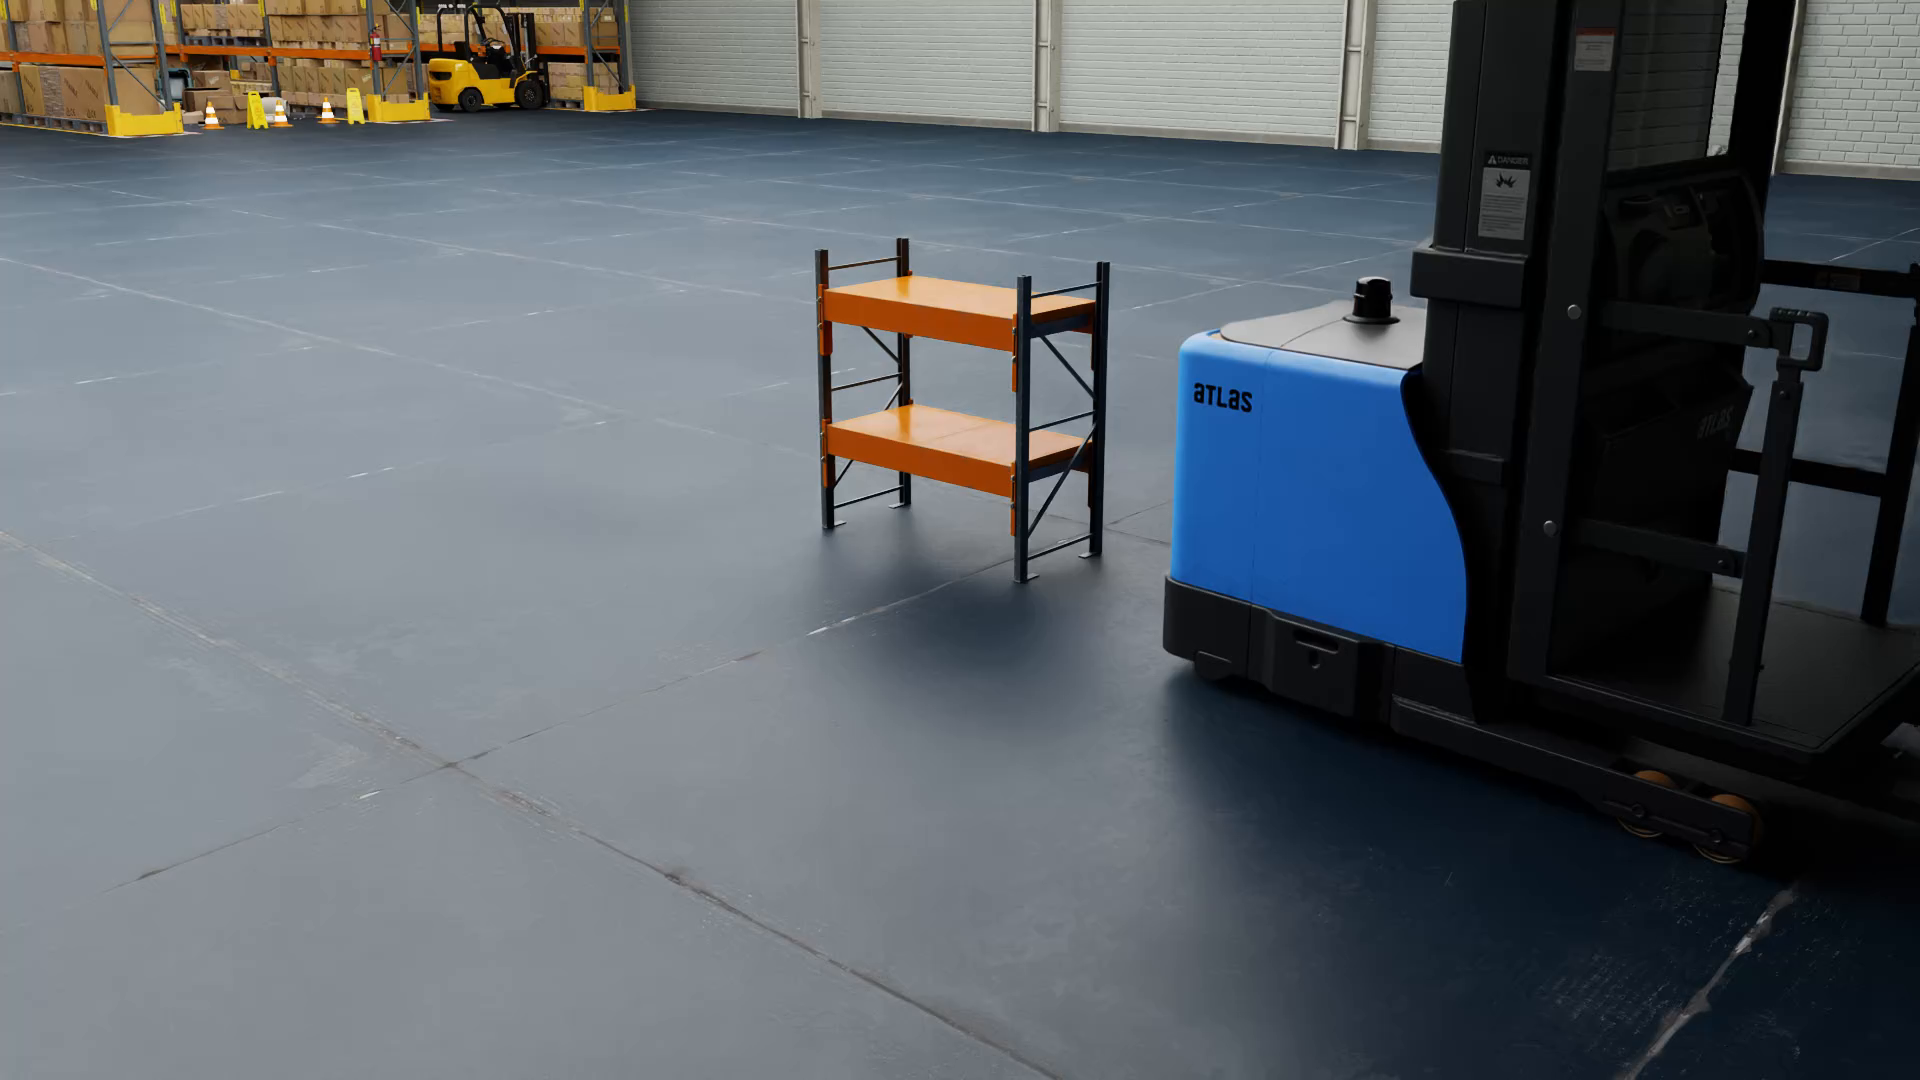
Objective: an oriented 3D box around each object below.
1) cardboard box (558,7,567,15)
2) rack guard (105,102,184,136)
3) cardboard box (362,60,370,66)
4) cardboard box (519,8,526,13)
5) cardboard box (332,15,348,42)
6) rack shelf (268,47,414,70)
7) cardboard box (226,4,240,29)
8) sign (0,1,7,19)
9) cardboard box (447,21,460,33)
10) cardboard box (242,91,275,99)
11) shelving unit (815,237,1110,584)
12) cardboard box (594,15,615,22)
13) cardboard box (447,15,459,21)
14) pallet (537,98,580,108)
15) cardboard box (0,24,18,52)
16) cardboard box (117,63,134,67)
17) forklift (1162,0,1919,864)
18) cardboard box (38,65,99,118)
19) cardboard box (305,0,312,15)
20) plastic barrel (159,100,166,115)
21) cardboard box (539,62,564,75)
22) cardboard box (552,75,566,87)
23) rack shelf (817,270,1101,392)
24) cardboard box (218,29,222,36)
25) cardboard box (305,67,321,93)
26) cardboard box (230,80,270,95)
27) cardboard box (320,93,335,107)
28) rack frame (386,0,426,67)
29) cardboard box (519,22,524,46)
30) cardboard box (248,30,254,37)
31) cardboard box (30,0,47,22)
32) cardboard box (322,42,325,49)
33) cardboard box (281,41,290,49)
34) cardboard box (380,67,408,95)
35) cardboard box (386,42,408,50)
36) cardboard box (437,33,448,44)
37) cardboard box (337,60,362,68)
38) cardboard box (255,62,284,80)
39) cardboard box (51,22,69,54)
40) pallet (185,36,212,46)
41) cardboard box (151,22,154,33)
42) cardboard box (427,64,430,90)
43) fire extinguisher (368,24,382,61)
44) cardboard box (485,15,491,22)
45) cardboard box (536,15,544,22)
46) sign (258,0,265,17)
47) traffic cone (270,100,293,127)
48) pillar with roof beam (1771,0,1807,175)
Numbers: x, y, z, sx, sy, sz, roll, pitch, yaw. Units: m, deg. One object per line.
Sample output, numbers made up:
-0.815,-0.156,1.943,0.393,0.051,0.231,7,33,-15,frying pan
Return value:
-8.370,-11.315,35.576,0.250,0.149,0.380,16,23,40,cardboard box
-14.027,-7.243,28.607,0.348,0.500,1.175,15,23,39,rack guard
-14.624,-11.843,41.336,0.250,0.149,0.380,16,24,41,cardboard box
-9.477,-11.633,36.579,0.250,0.149,0.380,15,23,39,cardboard box
-11.795,-9.917,32.244,0.500,0.500,0.500,15,23,39,cardboard box
-12.331,-9.638,33.211,4.000,0.370,1.077,15,23,39,rack shelf
-15.078,-11.017,35.016,0.500,0.500,0.500,16,24,41,cardboard box
-17.390,-9.632,30.219,0.005,0.325,0.100,15,23,39,sign
-11.461,-11.815,38.304,0.500,0.250,0.500,14,23,38,cardboard box
-13.929,-8.669,33.097,0.500,0.500,0.500,-3,18,-8,cardboard box
-0.005,-0.538,6.446,1.048,1.125,0.538,15,23,39,shelving unit
-7.625,-11.187,35.664,0.250,0.149,0.380,14,23,38,cardboard box
-11.576,-12.013,38.268,0.250,0.149,0.380,14,22,38,cardboard box
-9.051,-9.763,37.026,1.213,0.211,1.003,15,23,39,pallet
-17.605,-9.334,30.899,0.500,0.500,0.500,15,23,39,cardboard box
-19.294,-11.070,39.352,0.875,0.875,0.875,16,24,41,cardboard box
2.045,-0.776,4.212,3.031,2.935,1.130,17,24,42,forklift
-15.936,-8.107,30.017,0.875,0.875,0.875,15,23,40,cardboard box
-12.466,-10.612,32.782,0.500,0.500,0.700,15,23,39,cardboard box
-15.170,-8.133,31.540,0.512,0.421,0.421,-3,18,-8,plastic barrel
-8.864,-10.291,36.279,0.500,0.250,0.500,15,23,40,cardboard box
-8.483,-9.961,36.065,0.500,0.250,0.500,15,23,39,cardboard box
-0.005,-0.816,6.357,1.000,0.278,0.538,15,23,39,rack shelf
-15.674,-10.890,35.689,0.250,0.149,0.380,16,24,41,cardboard box
-12.770,-9.241,33.381,0.500,0.500,0.500,17,24,42,cardboard box
-15.282,-9.718,35.923,0.625,0.372,0.950,16,24,41,cardboard box
-12.396,-8.780,33.169,0.500,0.250,0.500,14,22,37,cardboard box
-13.527,-12.309,40.439,0.127,3.000,1.000,15,23,39,rack frame
-9.596,-11.203,36.789,0.500,0.500,0.500,15,23,39,cardboard box
-14.581,-10.561,34.650,0.250,0.149,0.380,14,22,38,cardboard box
-15.983,-9.523,29.626,0.550,0.550,0.875,15,23,39,cardboard box
-12.387,-9.798,32.940,0.250,0.149,0.380,15,23,39,cardboard box
-13.581,-10.088,33.855,0.250,0.149,0.380,16,24,41,cardboard box
-11.273,-9.055,32.798,0.500,0.500,0.500,14,22,37,cardboard box
-10.952,-9.575,32.237,0.250,0.149,0.380,15,23,39,cardboard box
-11.816,-11.683,38.714,0.500,0.250,0.500,15,23,40,cardboard box
-11.927,-9.296,32.483,0.250,0.149,0.380,16,24,41,cardboard box
-18.502,-12.600,44.792,0.500,0.500,0.700,16,24,41,cardboard box
-15.538,-8.918,29.506,0.500,0.550,0.875,15,23,39,cardboard box
-16.215,-10.975,36.552,1.003,0.211,1.213,15,23,39,pallet
-18.132,-11.592,37.602,0.500,0.250,0.500,14,23,38,cardboard box
-12.072,-10.985,39.497,0.625,0.625,0.875,14,22,37,cardboard box
-11.055,-9.415,31.448,0.183,0.674,0.296,15,23,39,fire extinguisher
-10.471,-11.739,37.406,0.250,0.149,0.380,15,23,38,cardboard box
-8.964,-11.318,36.078,0.250,0.149,0.380,15,23,40,cardboard box
-14.193,-10.808,33.794,0.005,0.325,0.100,15,23,39,sign
-12.495,-7.845,30.567,0.334,0.463,0.336,15,23,39,traffic cone
7.627,-8.113,17.300,0.400,9.000,9.100,15,23,39,pillar with roof beam
